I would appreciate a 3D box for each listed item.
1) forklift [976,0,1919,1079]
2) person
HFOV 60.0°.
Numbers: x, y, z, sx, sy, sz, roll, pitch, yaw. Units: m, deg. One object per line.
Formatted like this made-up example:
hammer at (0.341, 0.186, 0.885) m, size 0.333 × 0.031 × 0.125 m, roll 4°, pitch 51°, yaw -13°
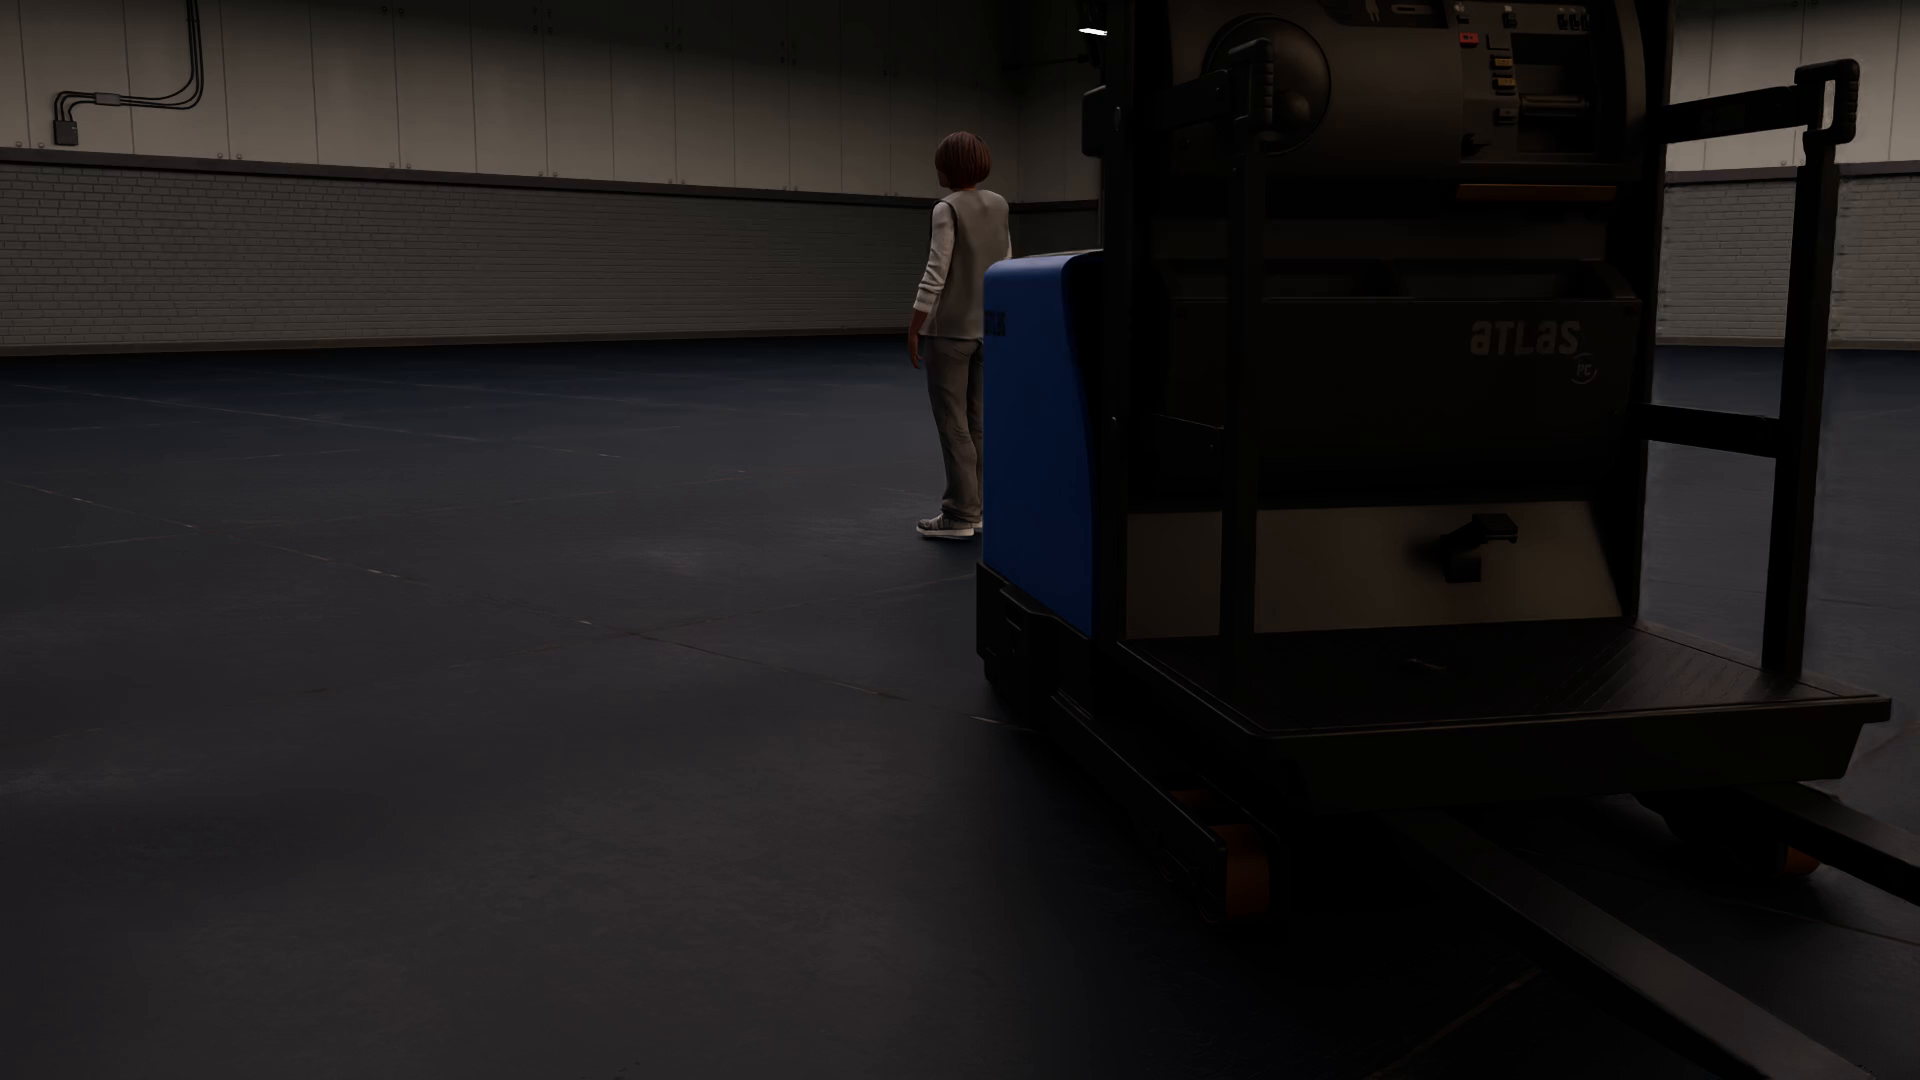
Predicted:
forklift at (0.859, -0.895, 2.820) m, size 1.130 × 2.935 × 3.031 m, roll -2°, pitch 9°, yaw -12°
person at (-0.044, -0.807, 6.659) m, size 0.473 × 1.599 × 0.520 m, roll 8°, pitch 12°, yaw 43°
